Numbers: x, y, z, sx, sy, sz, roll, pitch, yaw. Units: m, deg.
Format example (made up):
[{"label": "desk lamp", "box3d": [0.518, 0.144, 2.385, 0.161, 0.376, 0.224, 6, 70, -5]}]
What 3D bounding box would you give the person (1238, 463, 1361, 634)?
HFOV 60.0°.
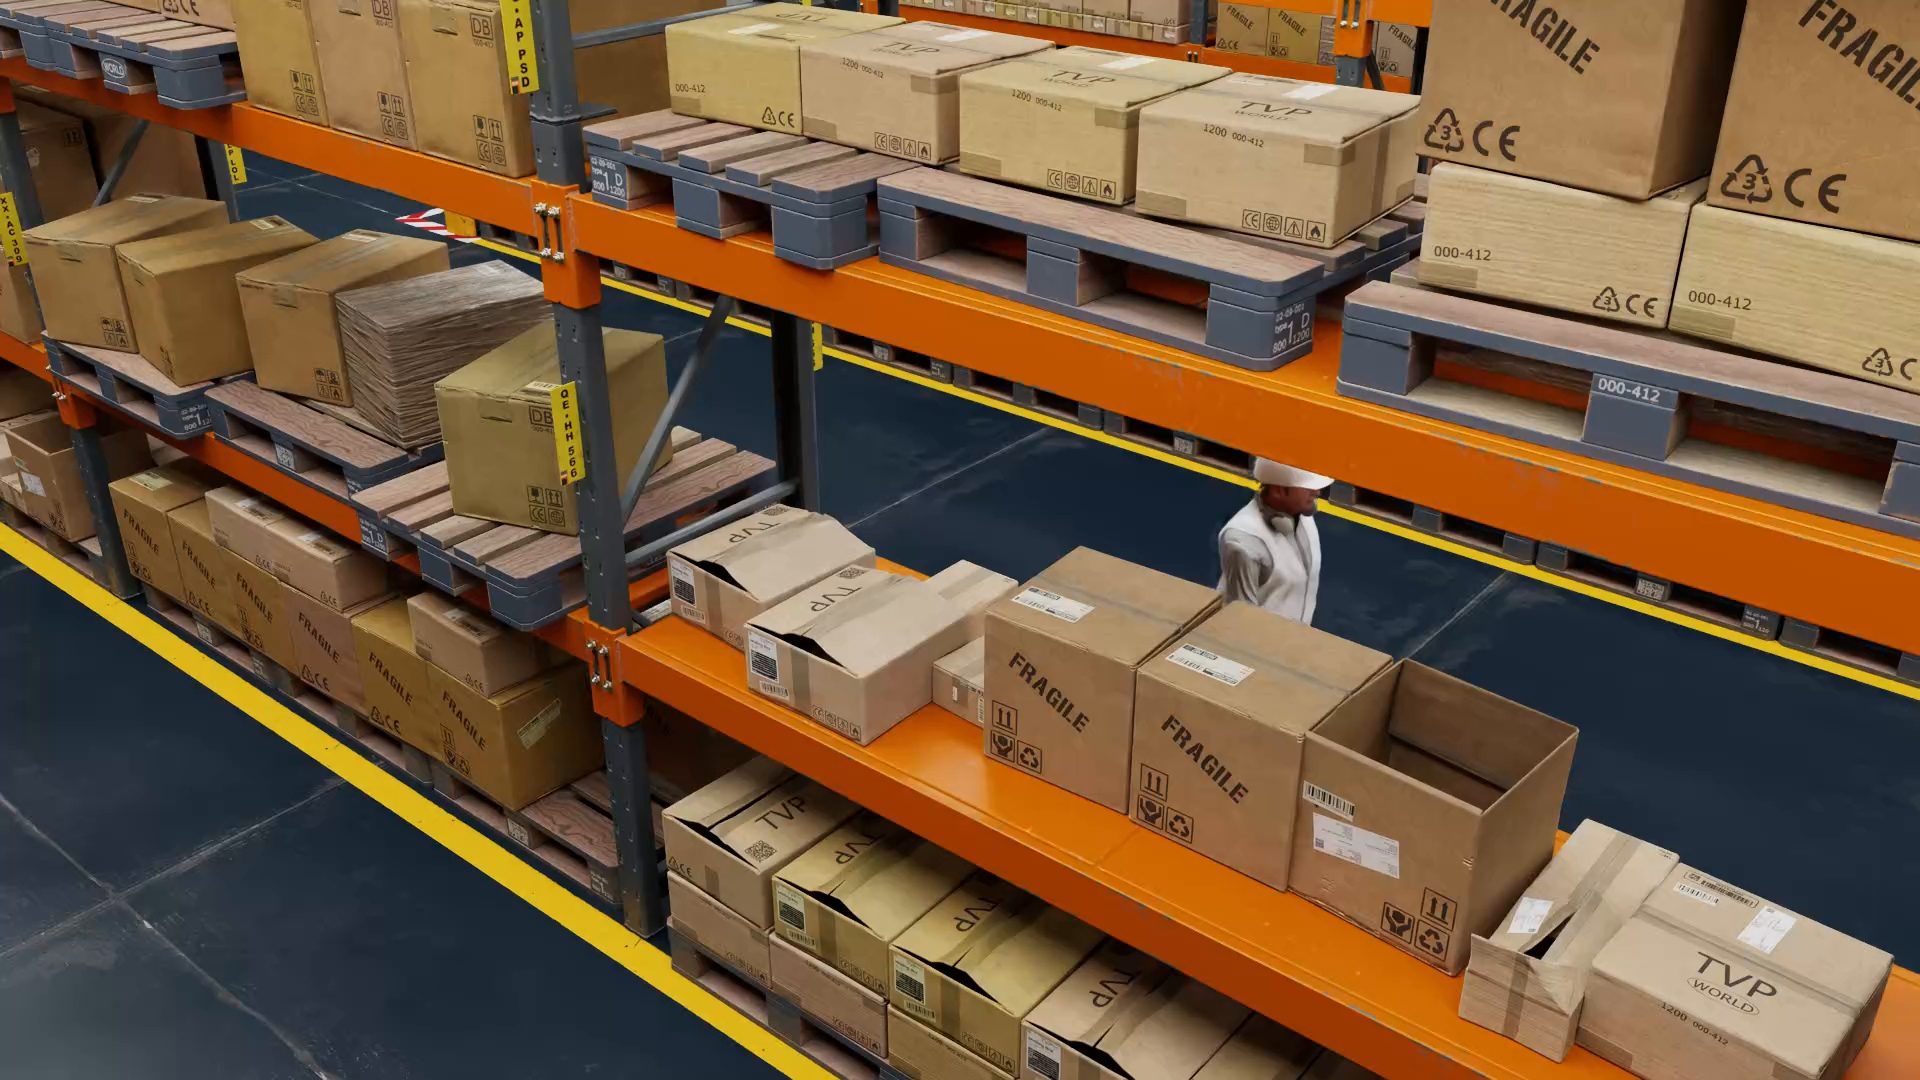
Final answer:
[{"label": "person", "box3d": [1.228, 0.448, 6.238, 0.924, 1.769, 0.560, 22, 34, 36]}]
